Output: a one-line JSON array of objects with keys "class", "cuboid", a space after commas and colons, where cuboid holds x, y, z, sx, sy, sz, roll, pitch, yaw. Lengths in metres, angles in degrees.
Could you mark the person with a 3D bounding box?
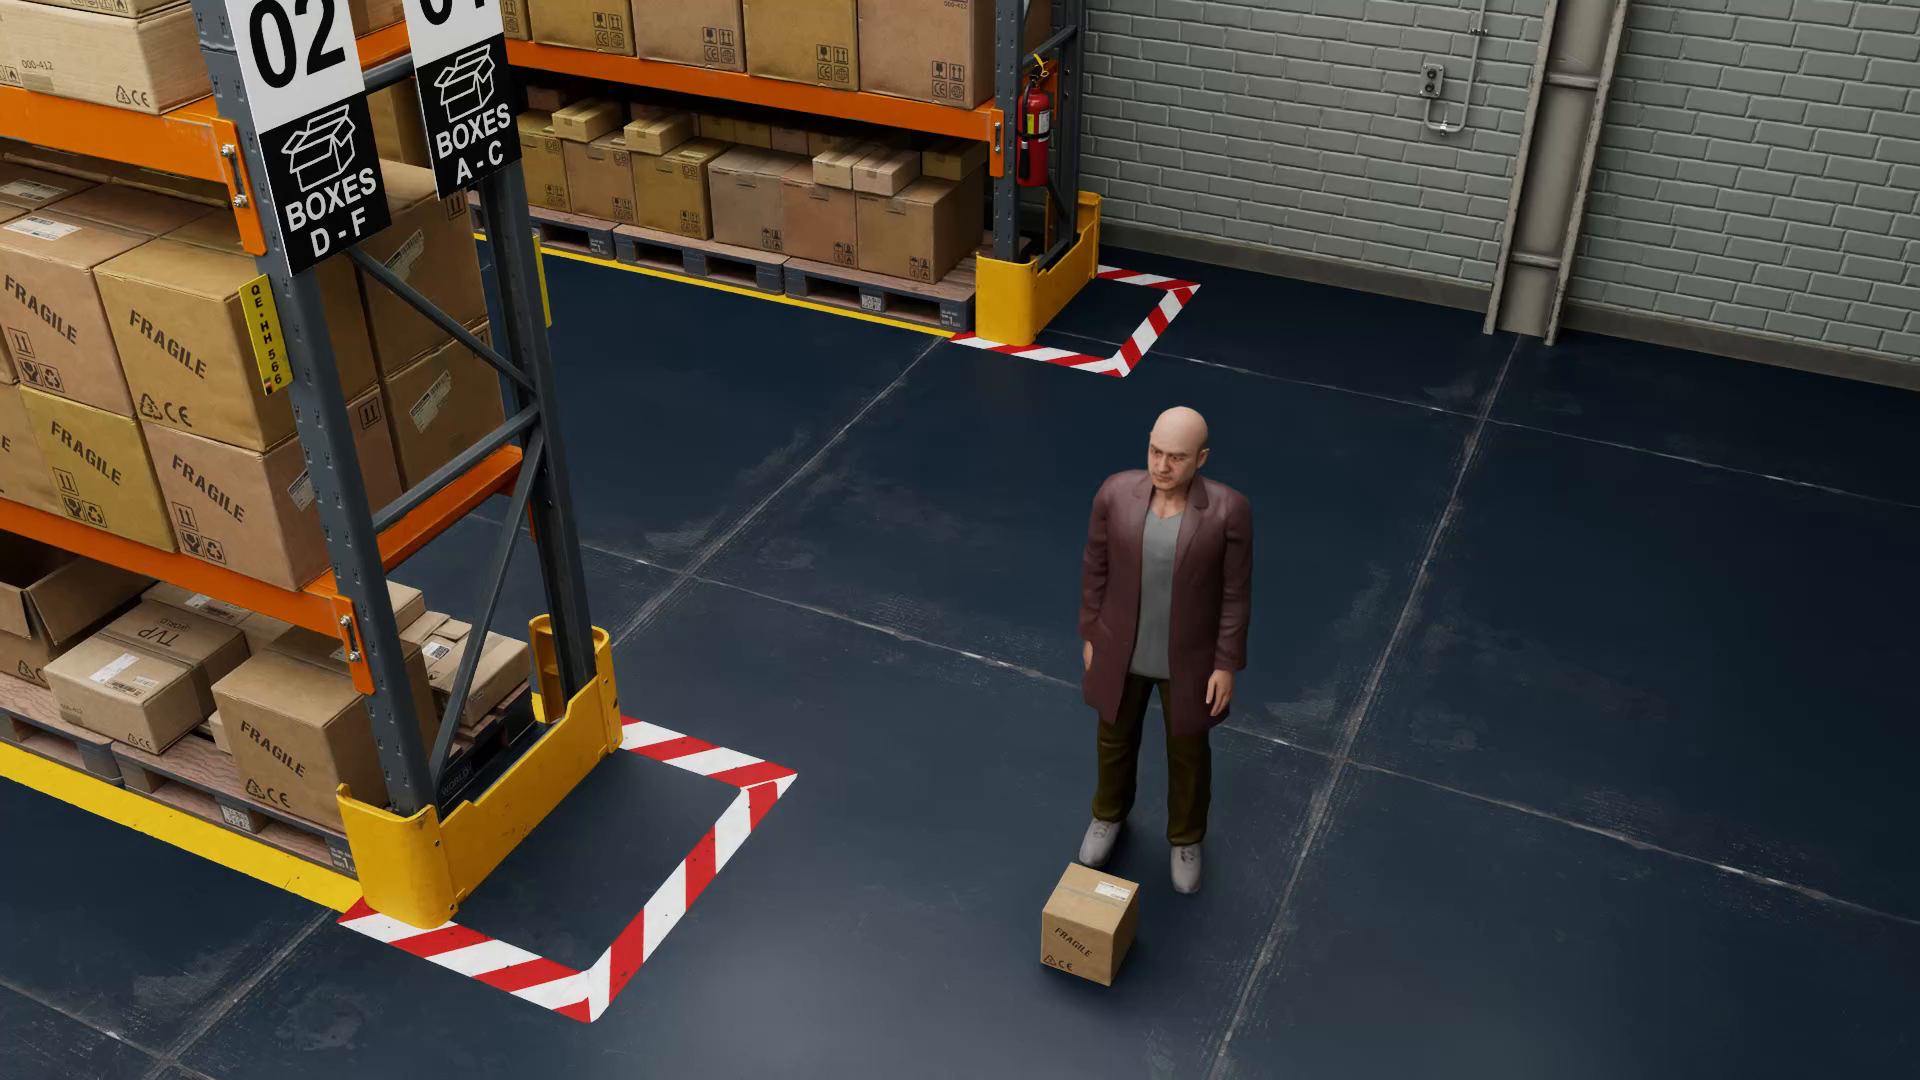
[{"class": "person", "cuboid": [0.665, 0.464, 5.606, 0.589, 1.603, 0.379, 11, 35, 16]}]
